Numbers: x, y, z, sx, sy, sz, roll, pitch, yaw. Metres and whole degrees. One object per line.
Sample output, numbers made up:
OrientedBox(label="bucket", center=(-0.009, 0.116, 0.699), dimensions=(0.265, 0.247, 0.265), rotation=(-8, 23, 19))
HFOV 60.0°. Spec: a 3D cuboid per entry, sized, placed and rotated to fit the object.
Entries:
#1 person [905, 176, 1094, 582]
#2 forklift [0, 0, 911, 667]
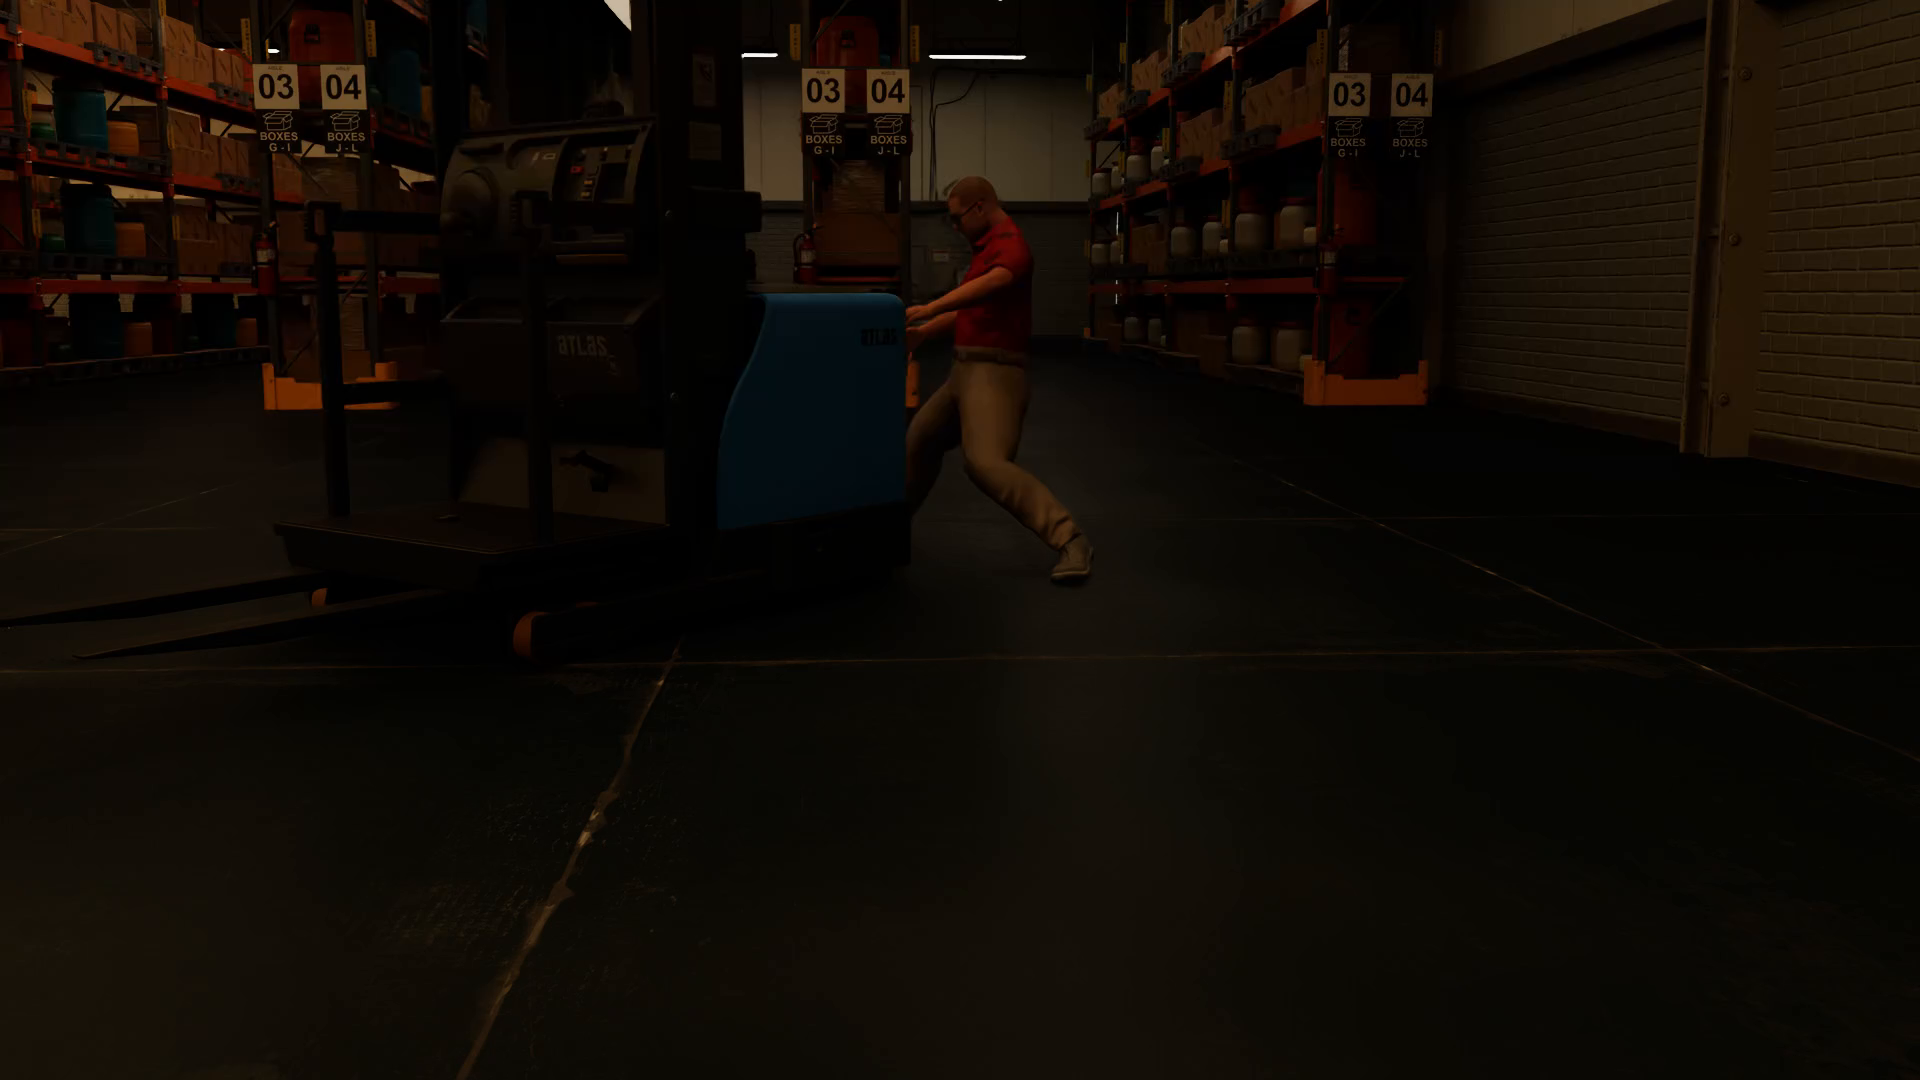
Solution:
OrientedBox(label="person", center=(-0.002, -0.668, 6.622), dimensions=(0.923, 1.538, 1.270), rotation=(-1, 9, -7))
OrientedBox(label="forklift", center=(-1.456, -1.162, 5.153), dimensions=(1.130, 2.935, 3.031), rotation=(6, 10, 35))
